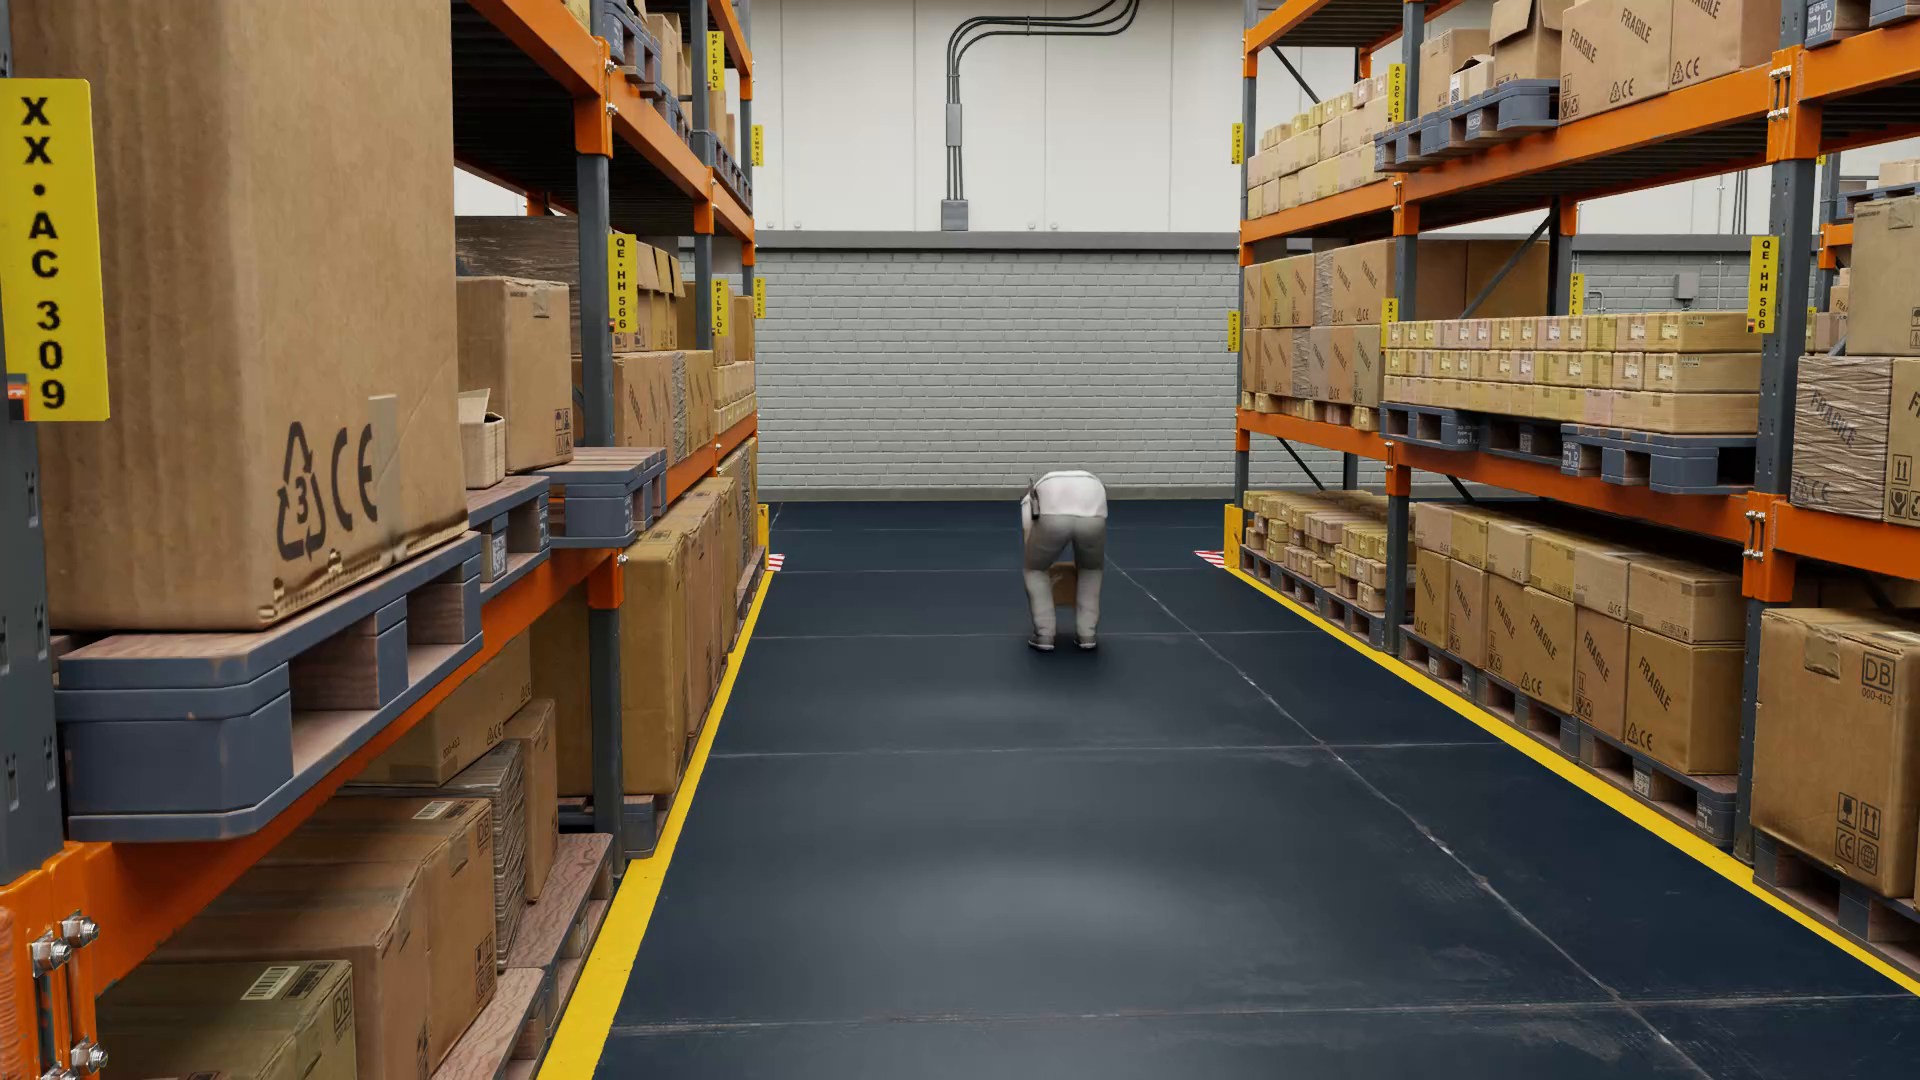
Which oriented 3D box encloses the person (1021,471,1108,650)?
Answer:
[{"bbox_3d":[0.617,0.095,10.262,0.505,1.080,1.044,-1,7,-6],"label":"person"}]
